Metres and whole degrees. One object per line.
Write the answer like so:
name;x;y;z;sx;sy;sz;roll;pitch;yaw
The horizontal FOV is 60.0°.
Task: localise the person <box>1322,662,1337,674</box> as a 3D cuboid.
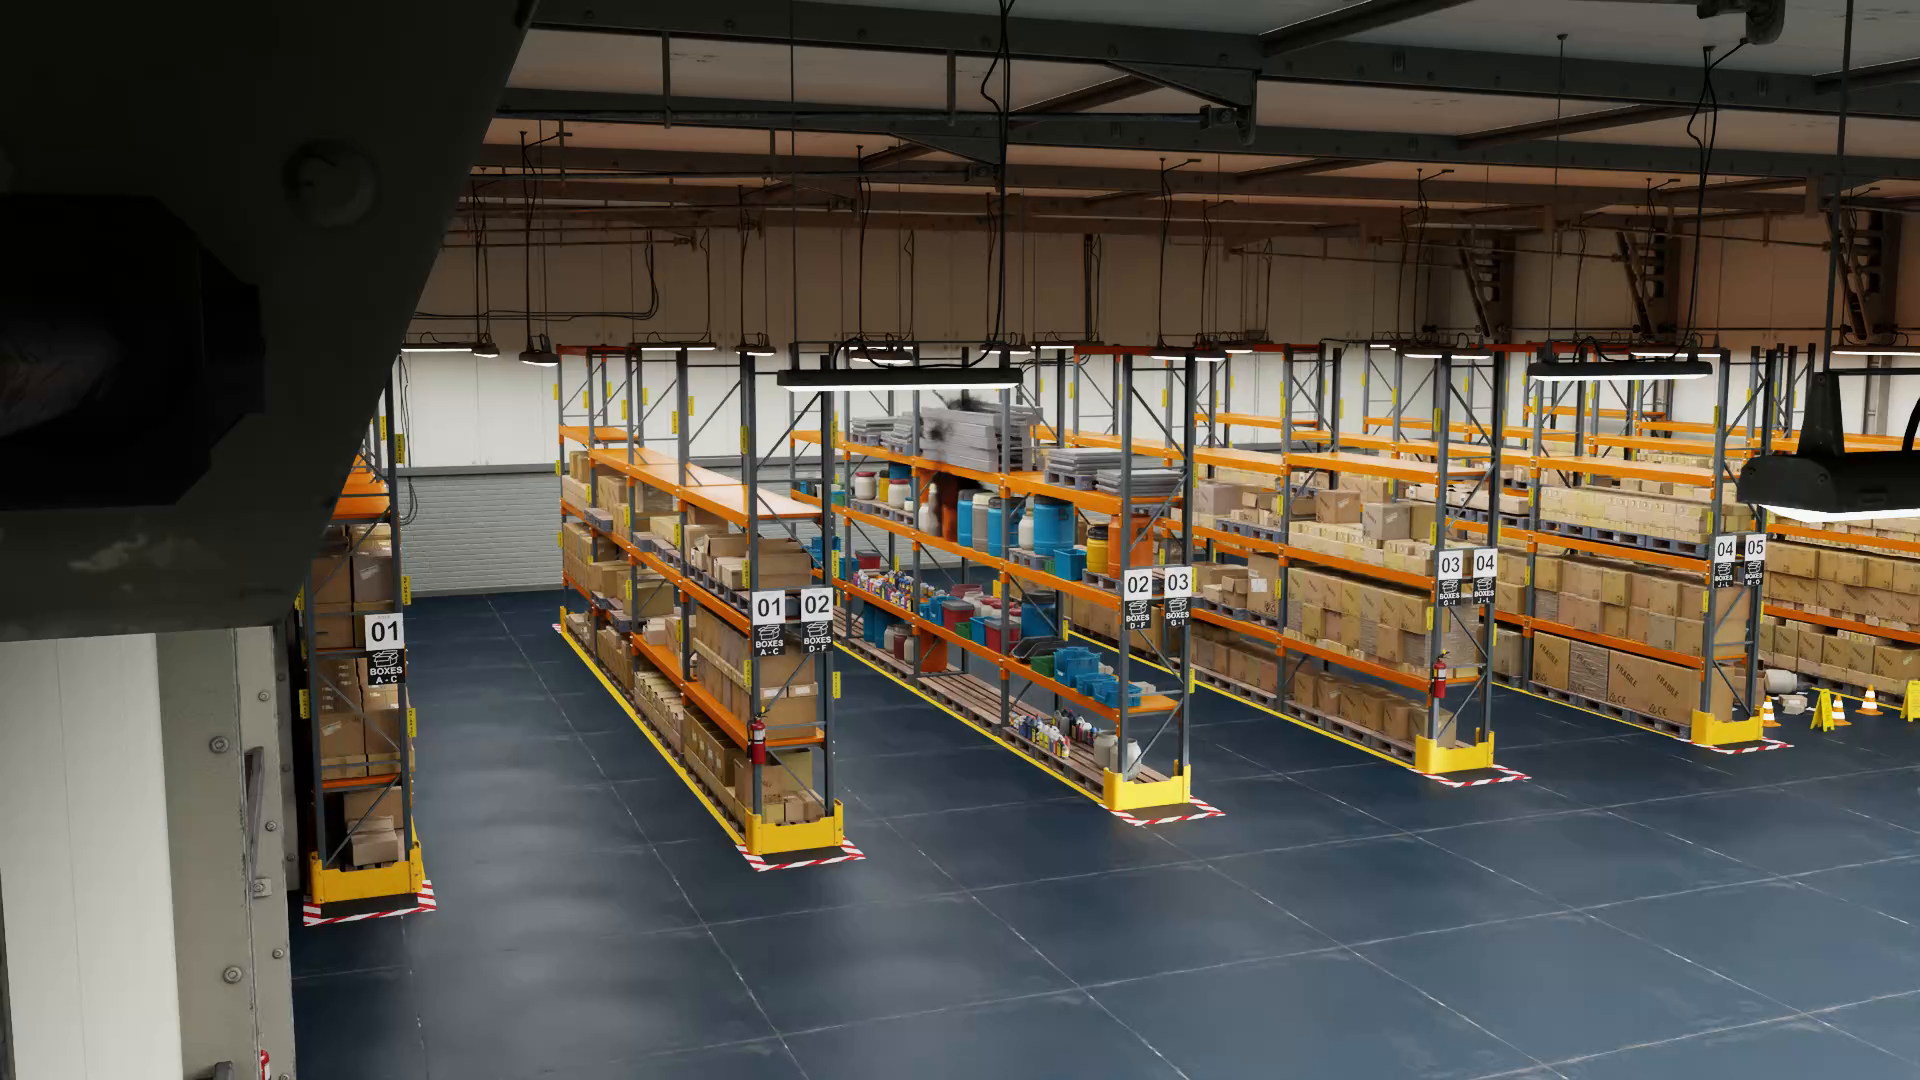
person;6.840;1.639;30.147;0.689;1.749;0.665;-4;8;-30
